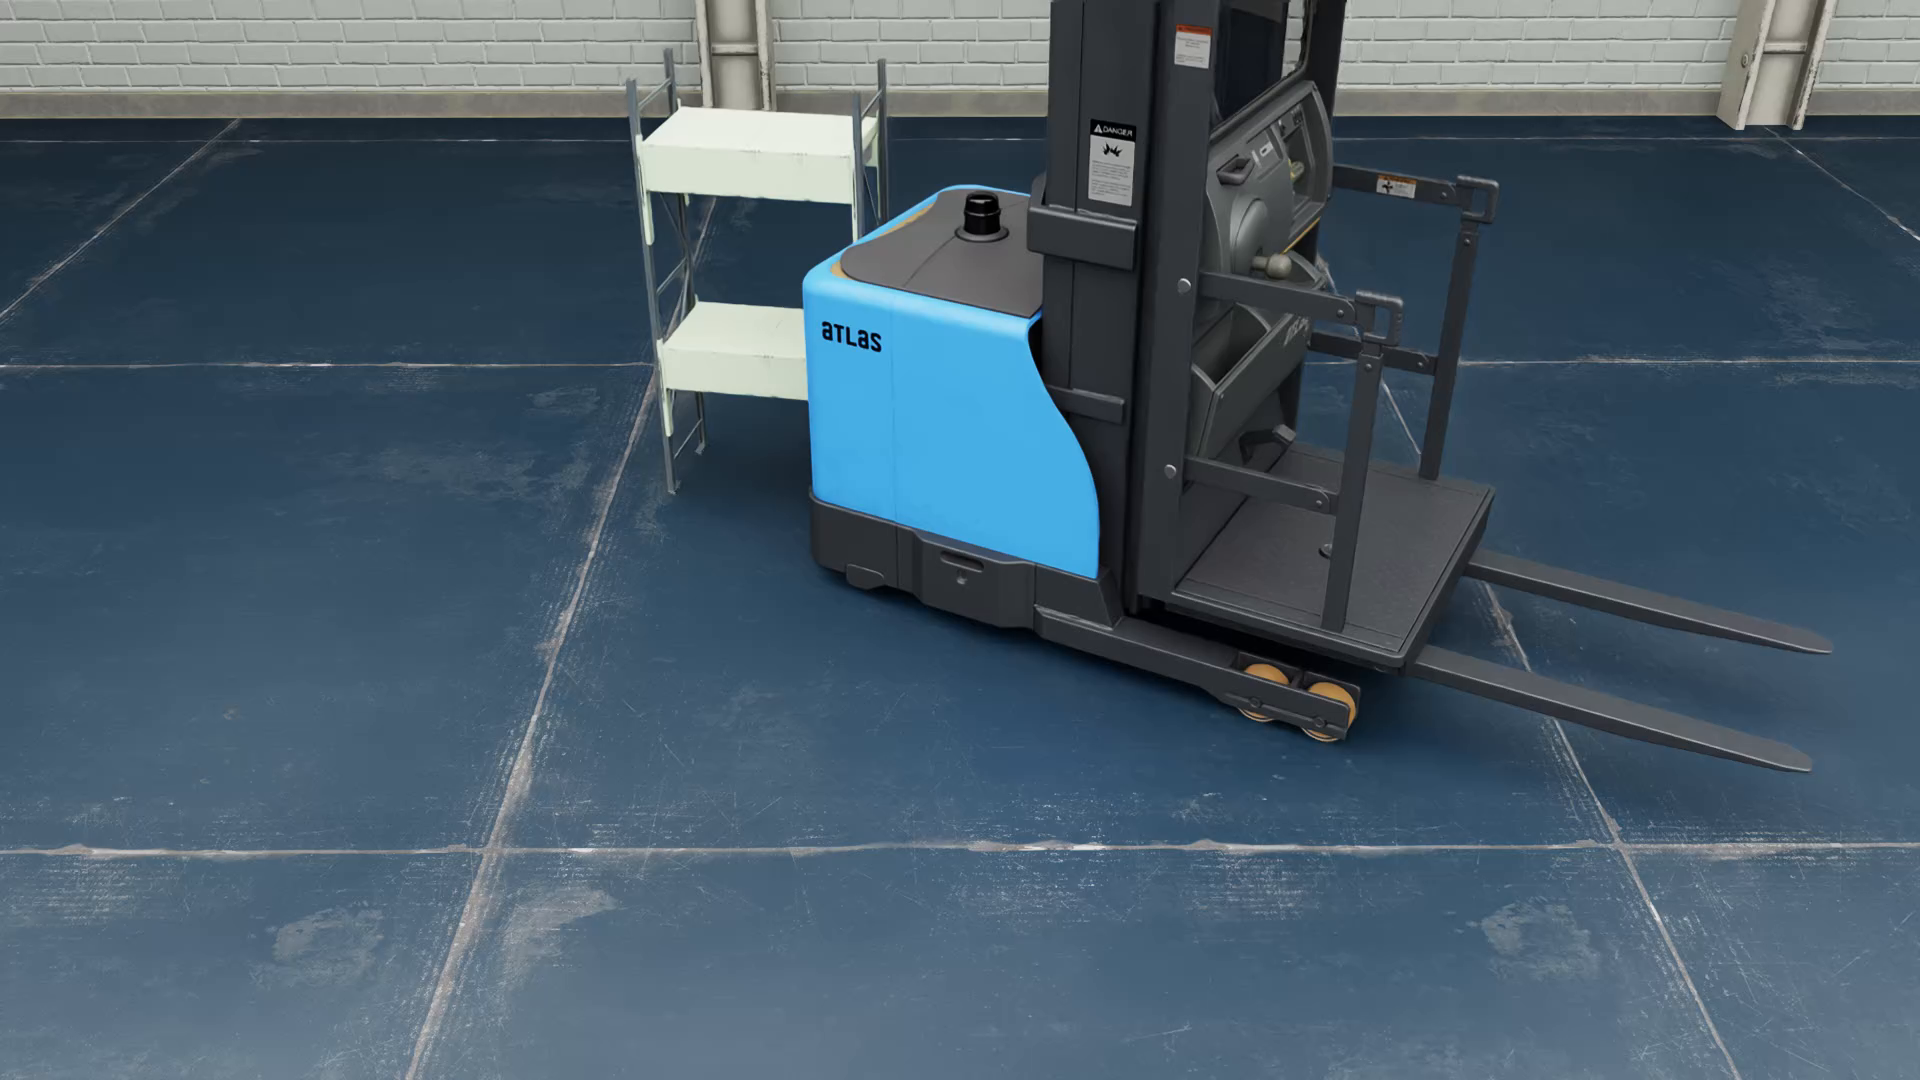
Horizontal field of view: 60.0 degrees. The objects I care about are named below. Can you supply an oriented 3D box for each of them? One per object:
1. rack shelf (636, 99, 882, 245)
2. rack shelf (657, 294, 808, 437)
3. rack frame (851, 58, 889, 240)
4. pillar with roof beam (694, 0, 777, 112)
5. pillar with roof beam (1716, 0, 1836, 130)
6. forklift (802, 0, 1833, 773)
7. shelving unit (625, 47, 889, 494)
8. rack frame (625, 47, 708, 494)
[{"bbox_3d":[-0.650,-1.210,5.546,0.720,0.370,0.431,5,32,9],"label":"rack shelf"},{"bbox_3d":[-0.650,-0.598,5.917,0.720,0.370,0.431,5,32,9],"label":"rack shelf"},{"bbox_3d":[-0.290,-0.842,5.692,0.023,1.500,0.400,5,32,9],"label":"rack frame"},{"bbox_3d":[-1.261,-4.069,3.781,0.400,9.000,9.100,0,31,0],"label":"pillar with roof beam"},{"bbox_3d":[4.739,-4.087,3.811,0.400,9.000,9.100,0,31,0],"label":"pillar with roof beam"},{"bbox_3d":[1.047,-0.989,4.554,3.031,2.935,1.130,16,35,24],"label":"forklift"},{"bbox_3d":[-0.650,-0.876,5.748,0.755,1.500,0.431,5,32,9],"label":"shelving unit"},{"bbox_3d":[-1.010,-0.910,5.804,0.023,1.500,0.400,5,32,9],"label":"rack frame"}]
